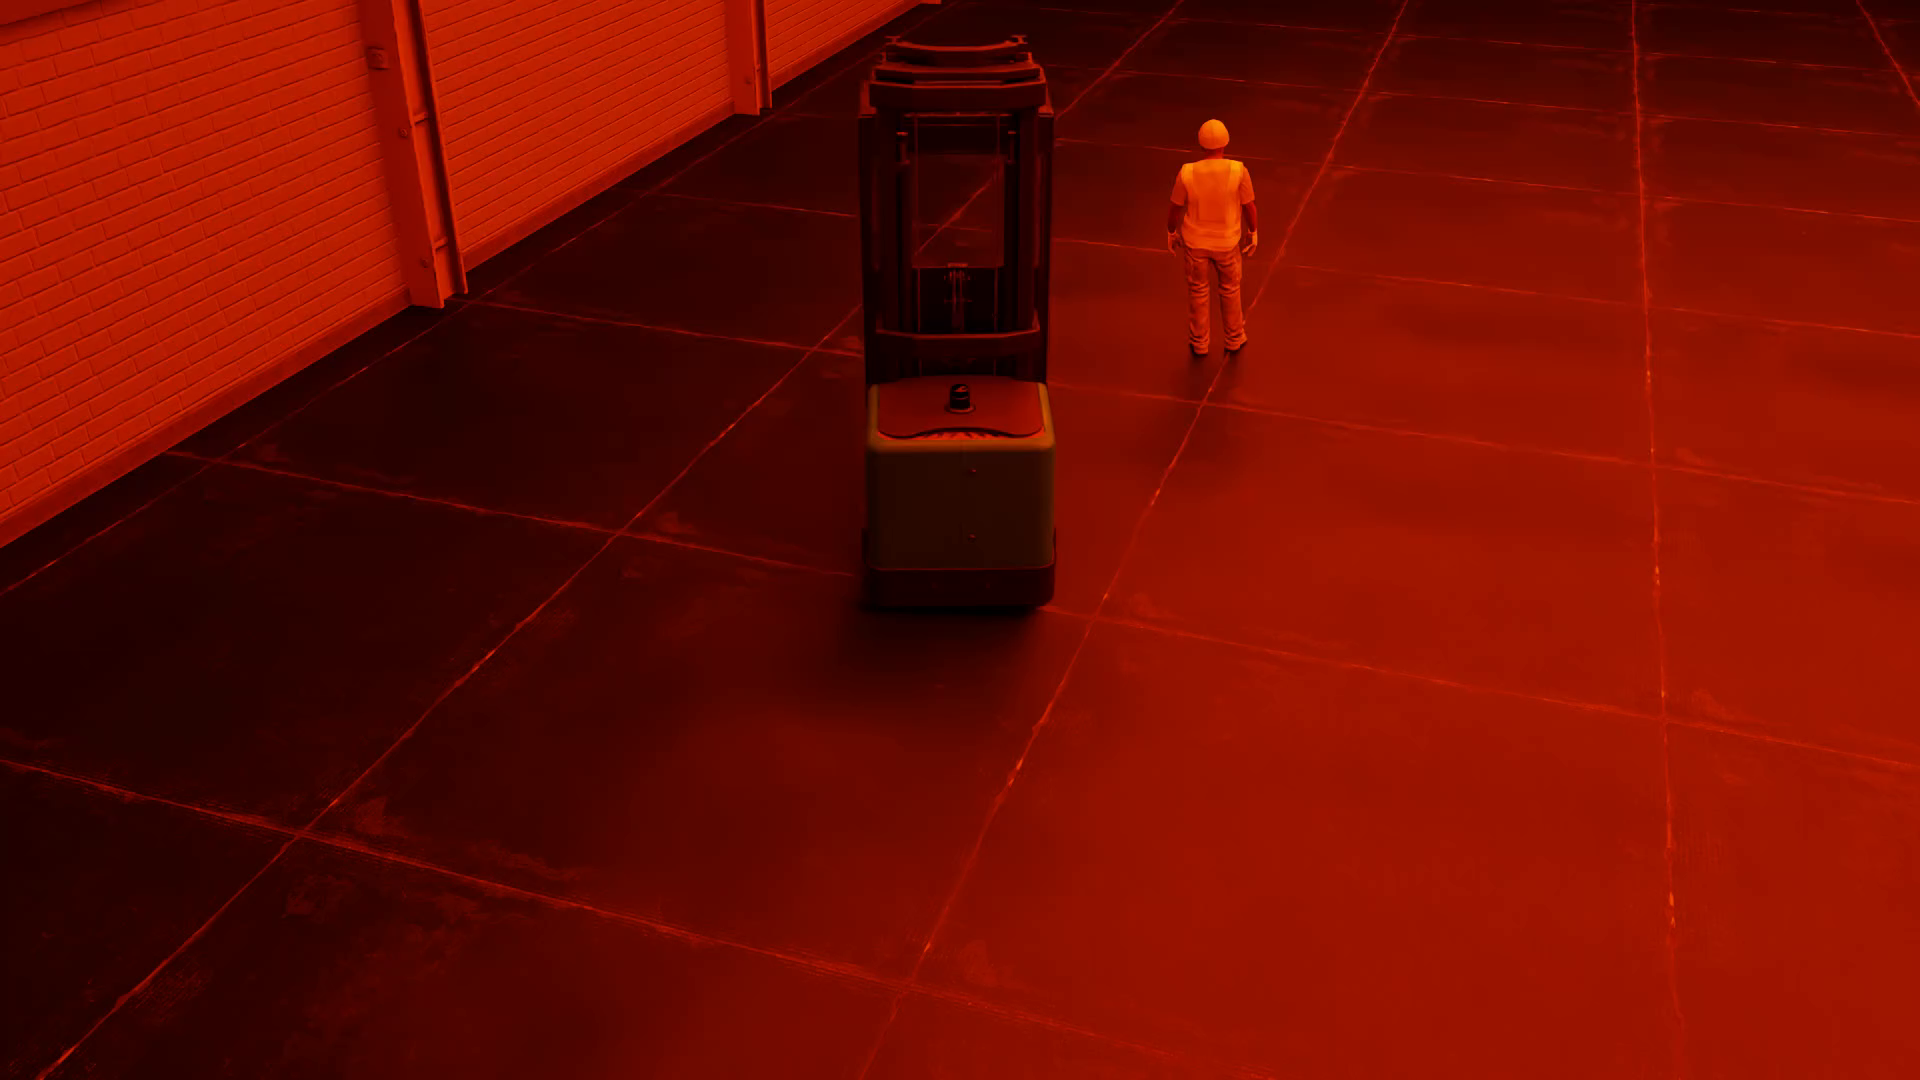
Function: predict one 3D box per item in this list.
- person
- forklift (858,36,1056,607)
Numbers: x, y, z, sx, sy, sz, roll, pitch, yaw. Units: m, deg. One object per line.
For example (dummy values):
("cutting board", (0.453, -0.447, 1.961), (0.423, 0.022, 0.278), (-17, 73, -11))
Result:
("person", (1.850, -2.228, 12.189), (0.655, 1.782, 0.577), (5, 30, 9))
("forklift", (-0.030, -1.592, 9.929), (1.130, 2.935, 3.031), (-1, 30, -1))
